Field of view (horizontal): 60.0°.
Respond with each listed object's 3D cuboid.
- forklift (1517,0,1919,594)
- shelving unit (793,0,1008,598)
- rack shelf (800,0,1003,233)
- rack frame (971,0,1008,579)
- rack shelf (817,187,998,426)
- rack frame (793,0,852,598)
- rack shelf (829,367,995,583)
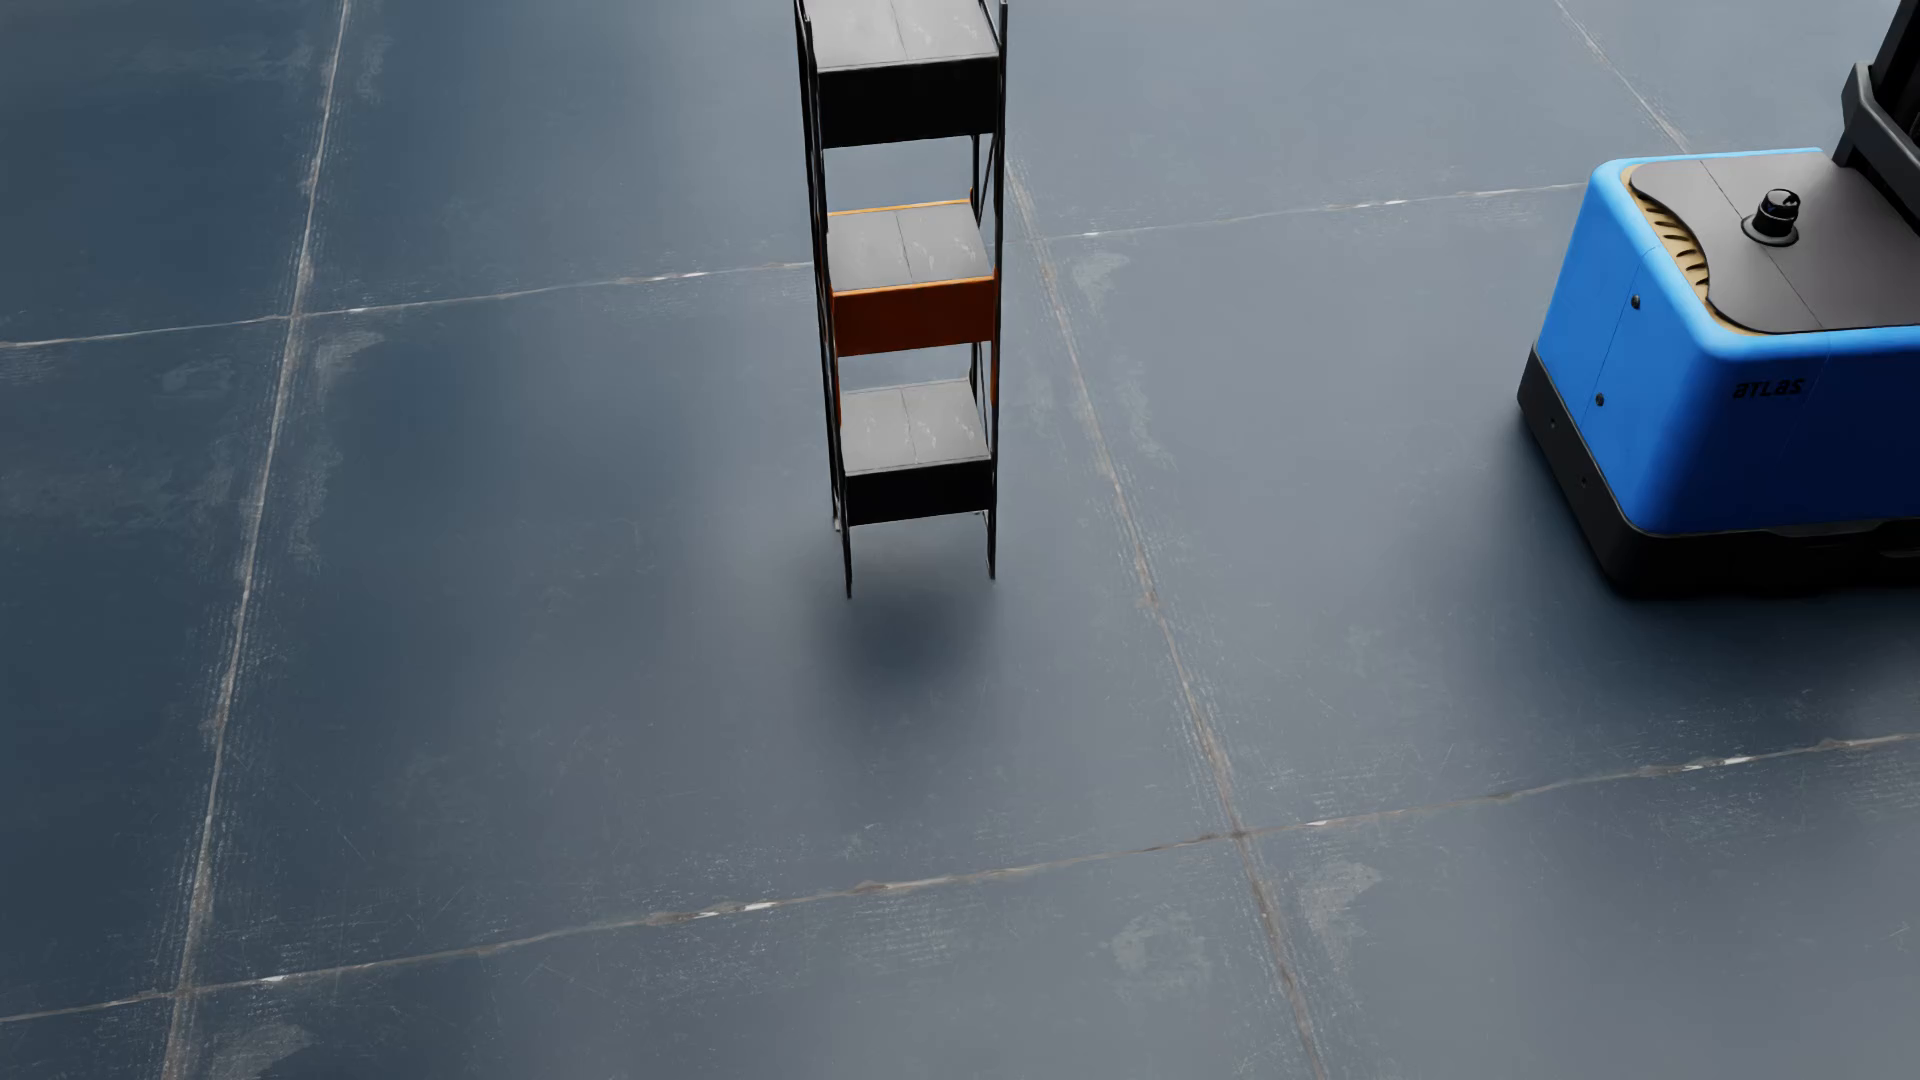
[{"bbox_3d":[3.611,-1.289,4.956,3.031,2.935,1.130,-4,46,-4],"label":"forklift"},{"bbox_3d":[-0.163,-0.708,4.974,0.503,2.100,0.431,-7,46,-7],"label":"shelving unit"},{"bbox_3d":[-0.163,-1.184,4.480,0.480,0.518,0.431,-7,46,-7],"label":"rack shelf"},{"bbox_3d":[0.077,-0.738,5.003,0.015,2.100,0.400,-7,46,-7],"label":"rack frame"},{"bbox_3d":[-0.163,-0.699,4.984,0.480,0.518,0.431,-7,46,-7],"label":"rack shelf"},{"bbox_3d":[-0.404,-0.678,4.945,0.015,2.100,0.400,-7,46,-7],"label":"rack frame"},{"bbox_3d":[-0.163,-0.213,5.488,0.480,0.518,0.431,-7,46,-7],"label":"rack shelf"}]
